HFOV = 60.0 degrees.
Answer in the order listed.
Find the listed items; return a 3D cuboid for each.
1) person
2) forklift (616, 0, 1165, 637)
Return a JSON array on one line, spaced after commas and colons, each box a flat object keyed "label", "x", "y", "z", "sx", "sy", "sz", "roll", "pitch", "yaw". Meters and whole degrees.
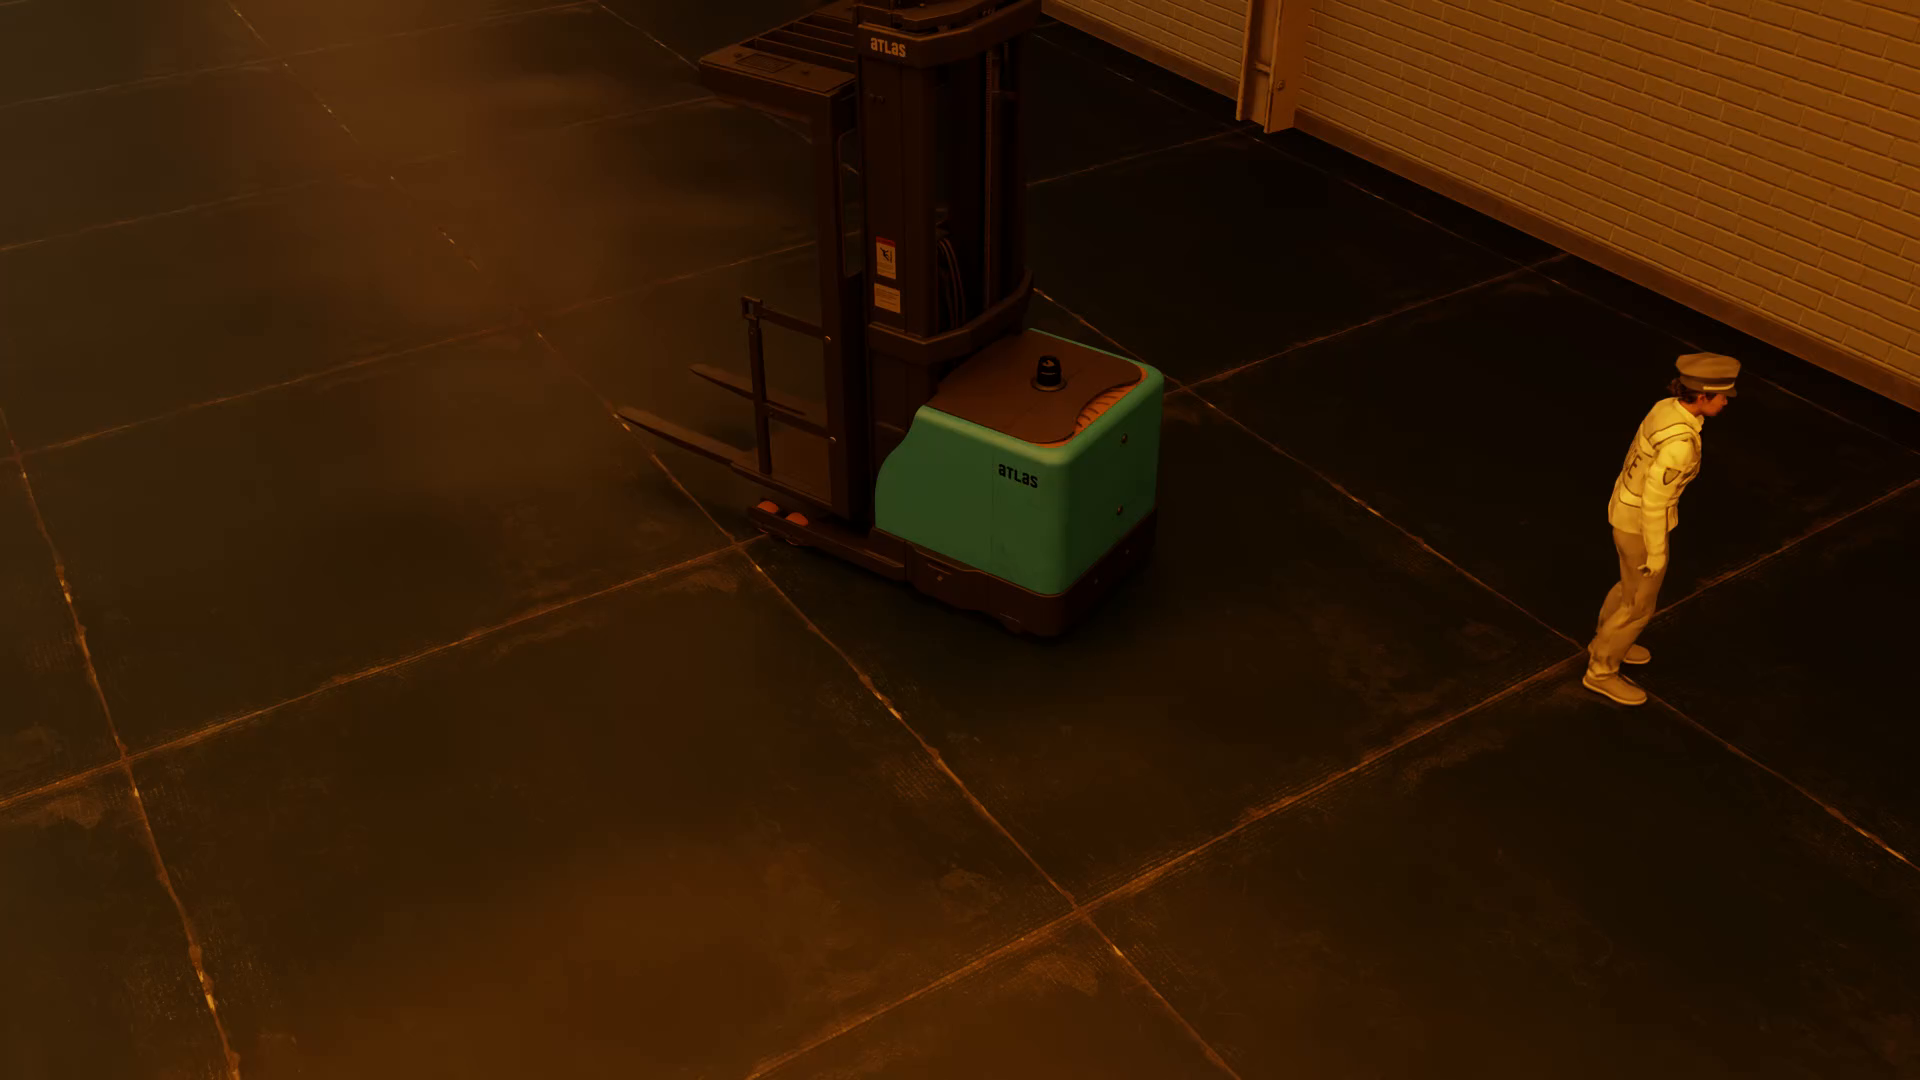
[{"label": "person", "x": 3.051, "y": -0.066, "z": 7.350, "sx": 0.370, "sy": 1.665, "sz": 0.530, "roll": 11, "pitch": 37, "yaw": 16}, {"label": "forklift", "x": -0.500, "y": -1.399, "z": 8.138, "sx": 3.031, "sy": 2.935, "sz": 1.130, "roll": 22, "pitch": 41, "yaw": 28}]
